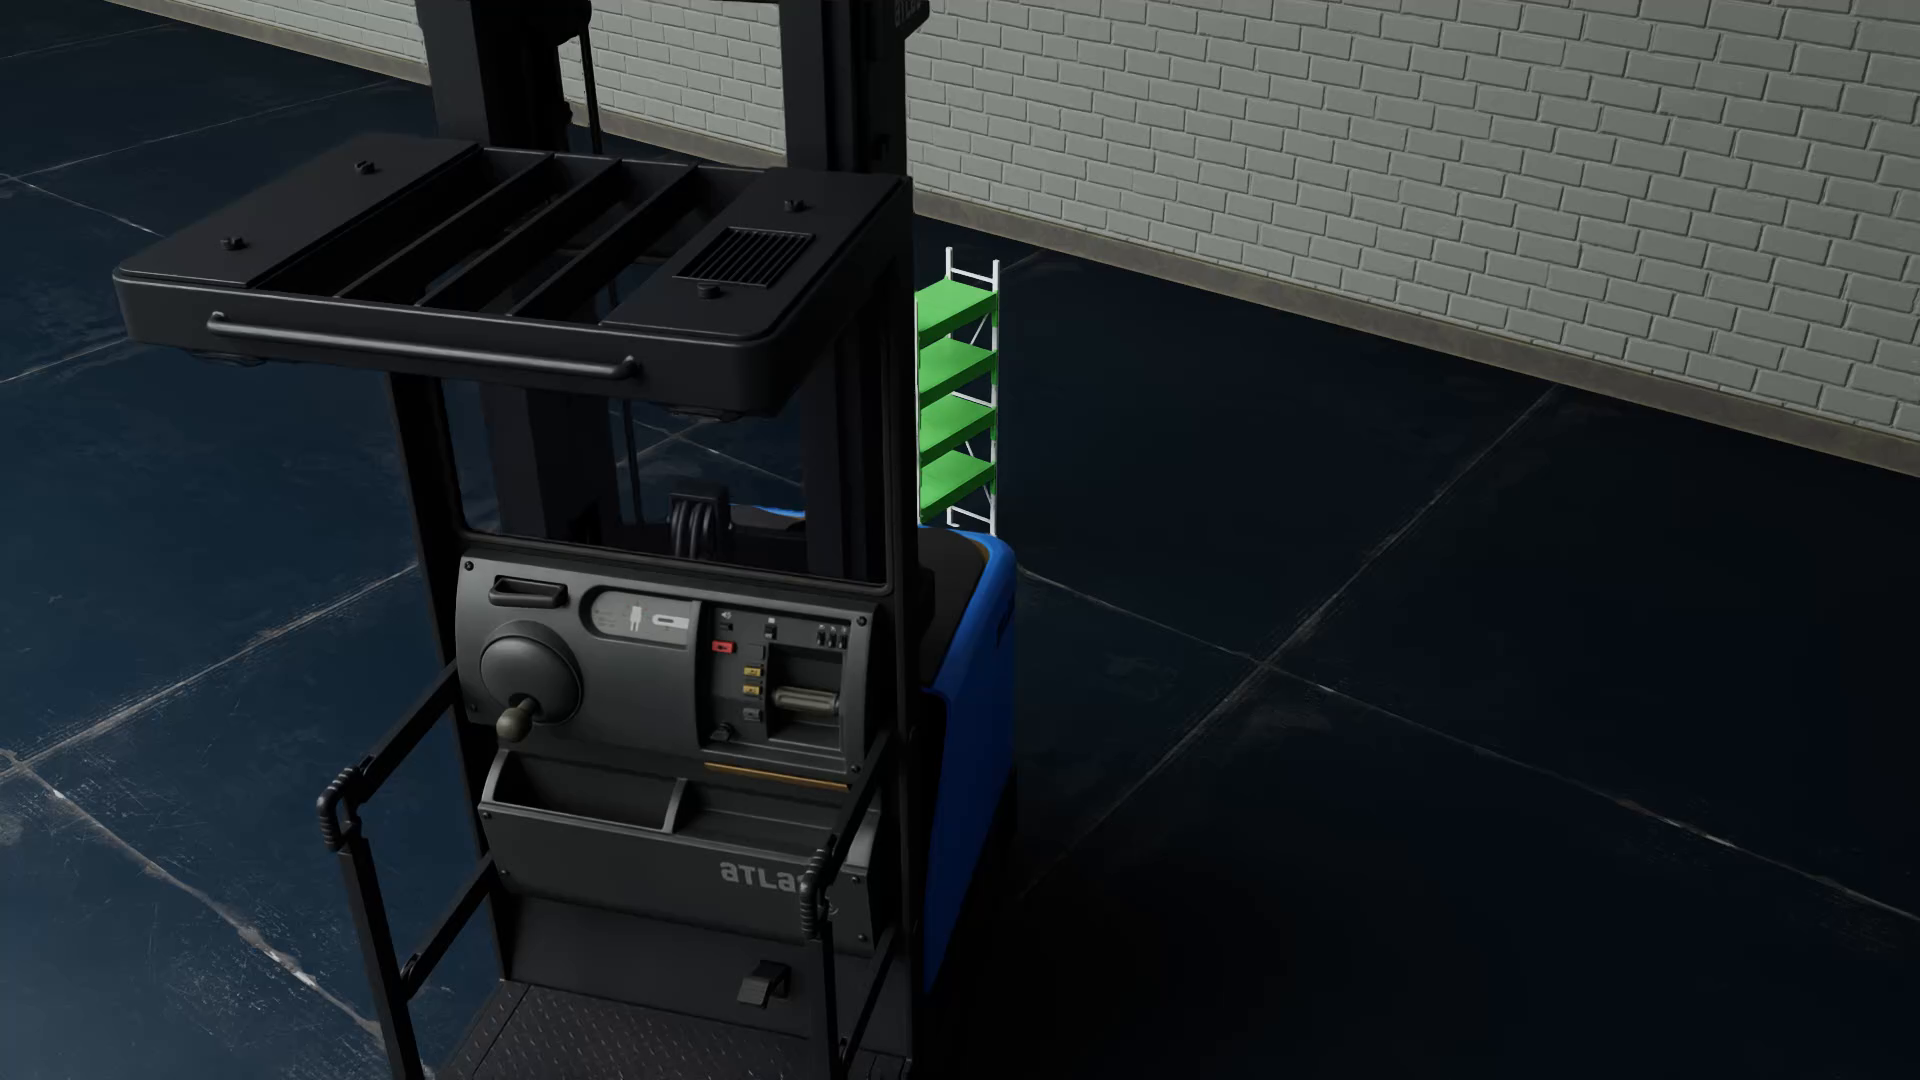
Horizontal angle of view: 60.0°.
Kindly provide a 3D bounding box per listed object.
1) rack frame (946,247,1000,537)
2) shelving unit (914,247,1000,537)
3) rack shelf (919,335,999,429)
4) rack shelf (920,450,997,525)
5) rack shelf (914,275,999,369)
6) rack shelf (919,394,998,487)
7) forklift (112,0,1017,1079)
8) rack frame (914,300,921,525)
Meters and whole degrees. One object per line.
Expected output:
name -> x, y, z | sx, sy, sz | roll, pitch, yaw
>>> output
rack frame -> 0.047, -0.548, 6.498 | 0.240, 1.200, 0.015 | 21, 37, 31
shelving unit -> -0.100, -0.449, 6.331 | 0.258, 1.200, 0.503 | 21, 37, 31
rack shelf -> -0.100, -0.600, 6.241 | 0.258, 0.148, 0.480 | 21, 37, 31
rack shelf -> -0.100, -0.187, 6.486 | 0.258, 0.148, 0.480 | 21, 37, 31
rack shelf -> -0.100, -0.807, 6.118 | 0.258, 0.148, 0.480 | 21, 37, 31
rack shelf -> -0.100, -0.394, 6.363 | 0.258, 0.148, 0.480 | 21, 37, 31
forklift -> -0.683, 0.318, 3.338 | 1.130, 2.935, 3.031 | 7, 31, 12
rack frame -> -0.247, -0.350, 6.163 | 0.240, 1.200, 0.015 | 21, 37, 31
